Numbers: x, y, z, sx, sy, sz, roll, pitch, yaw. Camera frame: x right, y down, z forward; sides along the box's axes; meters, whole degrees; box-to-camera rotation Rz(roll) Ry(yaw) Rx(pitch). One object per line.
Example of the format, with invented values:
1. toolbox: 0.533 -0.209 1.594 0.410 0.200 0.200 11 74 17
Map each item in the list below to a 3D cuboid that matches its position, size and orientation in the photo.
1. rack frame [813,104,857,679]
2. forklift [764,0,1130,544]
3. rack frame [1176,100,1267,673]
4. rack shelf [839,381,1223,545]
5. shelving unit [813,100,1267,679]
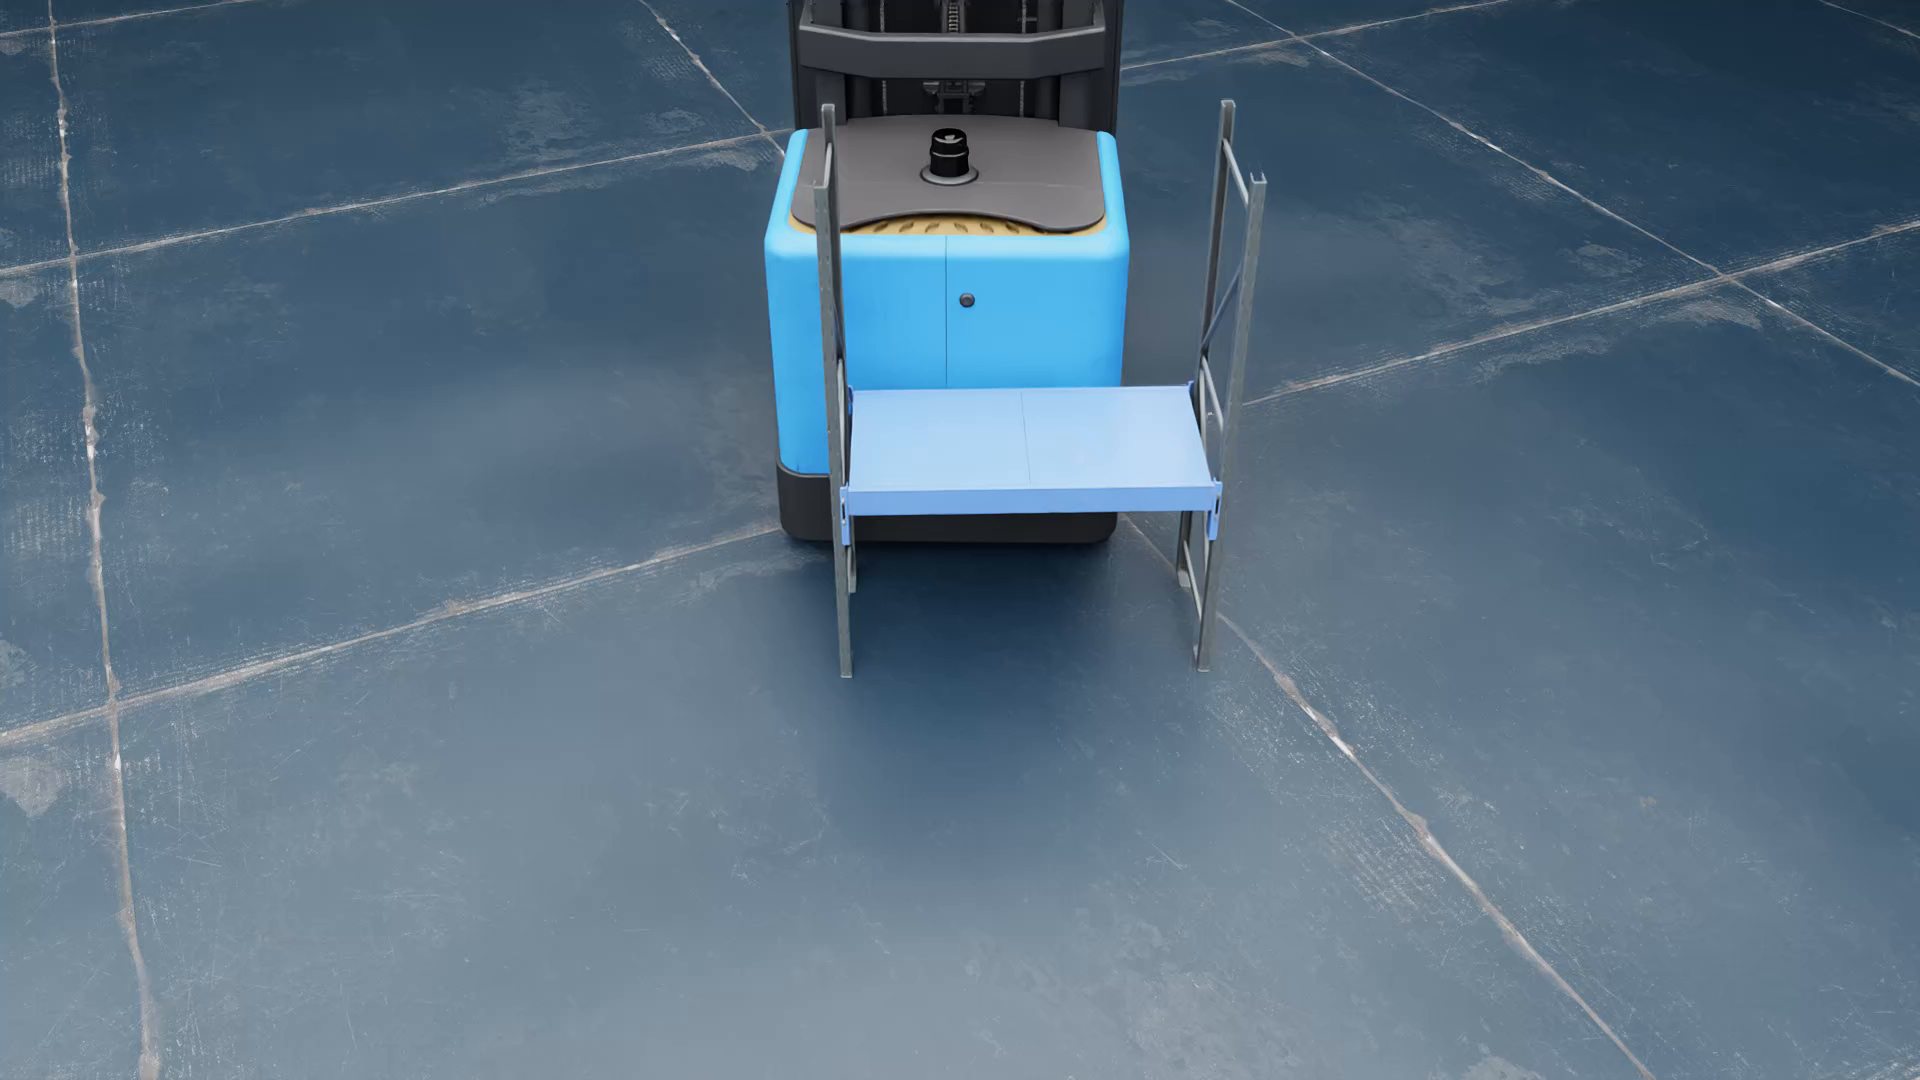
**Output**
1. rack frame: -0.328 -0.357 4.472 0.032 1.500 0.500 -1 37 -1
2. forklift: -0.010 -2.015 5.506 1.130 2.935 3.031 1 37 1
3. rack frame: 0.688 -0.372 4.492 0.032 1.500 0.500 -1 37 -1
4. rack shelf: 0.180 -0.220 4.589 1.000 0.185 0.538 -1 37 -1
5. shelving unit: 0.180 -0.364 4.482 1.048 1.500 0.538 -1 37 -1
